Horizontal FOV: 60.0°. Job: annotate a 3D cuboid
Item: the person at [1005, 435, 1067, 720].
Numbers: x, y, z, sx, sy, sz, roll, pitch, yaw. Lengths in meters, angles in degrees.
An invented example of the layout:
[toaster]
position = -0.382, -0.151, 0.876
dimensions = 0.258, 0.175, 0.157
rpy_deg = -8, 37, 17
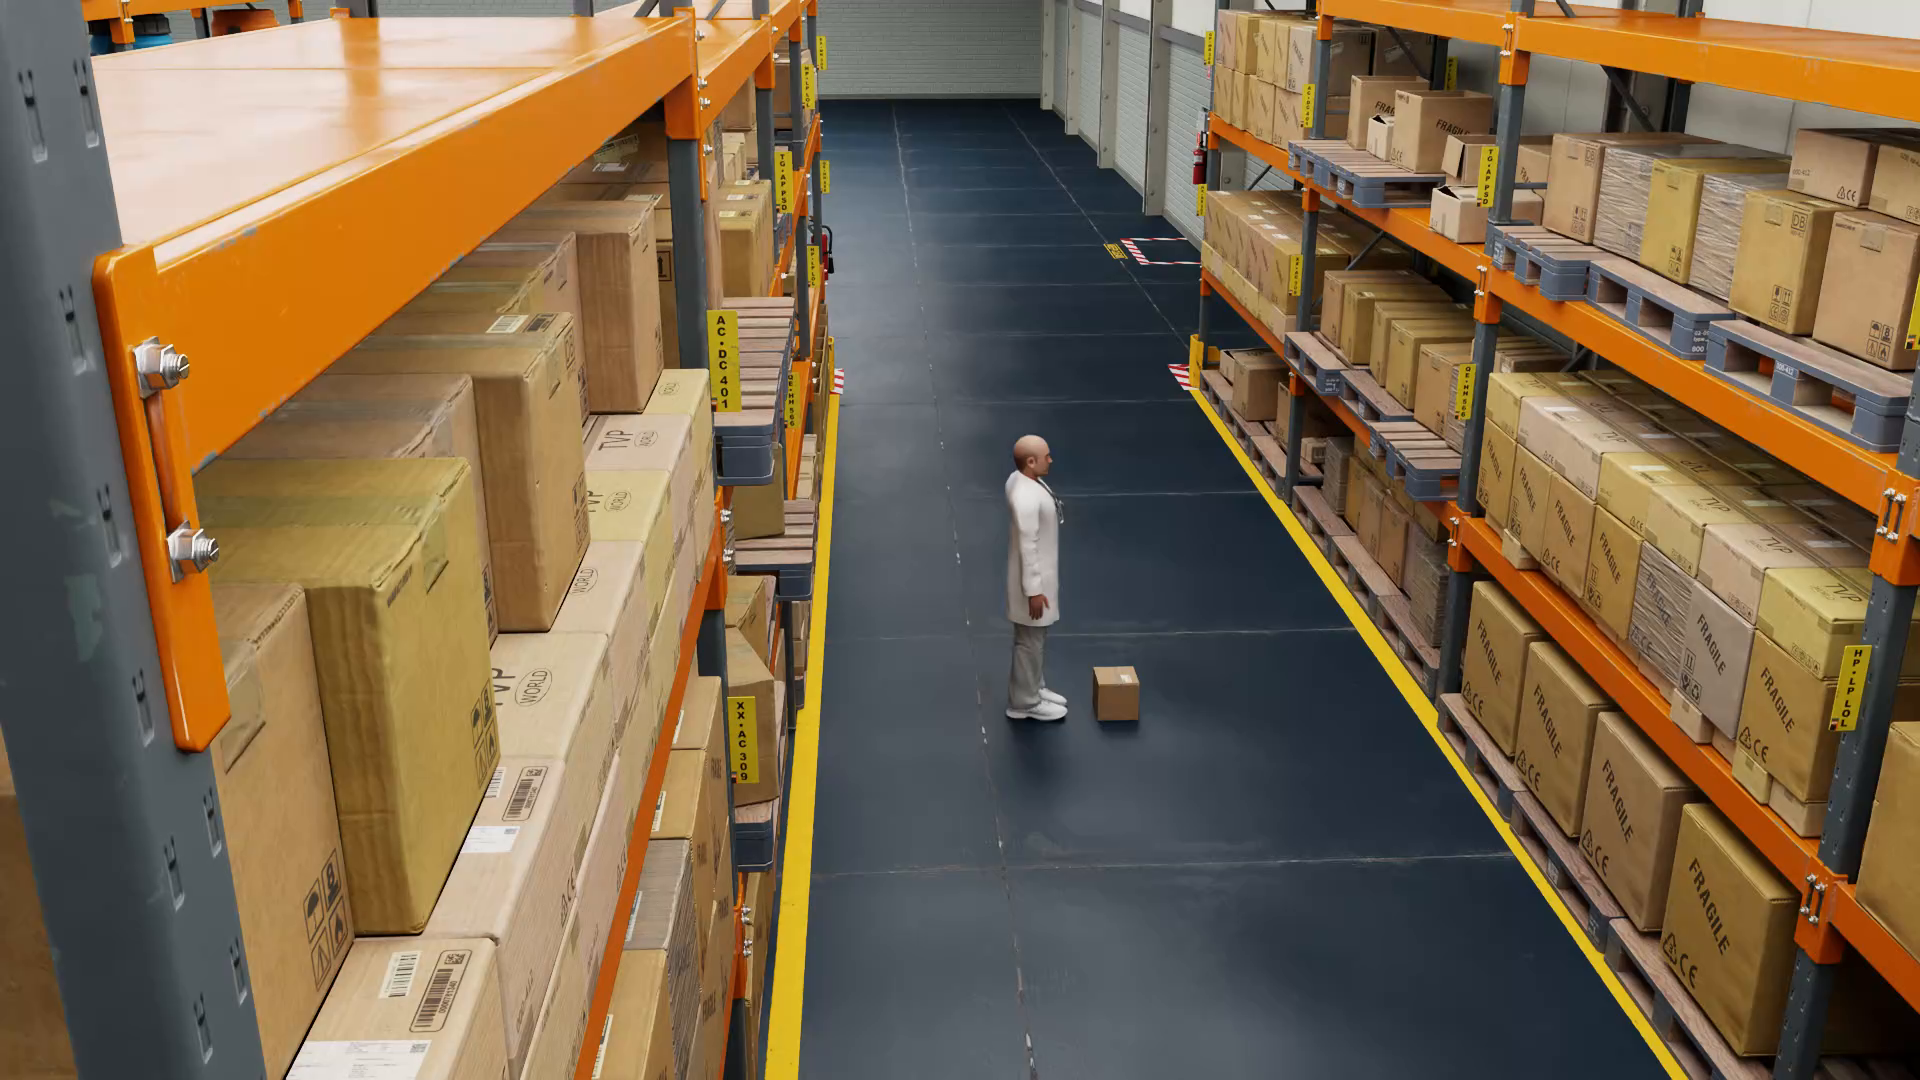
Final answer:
[person]
position = 0.468, 0.239, 9.940
dimensions = 0.403, 1.792, 0.618
rpy_deg = -1, 20, -3
